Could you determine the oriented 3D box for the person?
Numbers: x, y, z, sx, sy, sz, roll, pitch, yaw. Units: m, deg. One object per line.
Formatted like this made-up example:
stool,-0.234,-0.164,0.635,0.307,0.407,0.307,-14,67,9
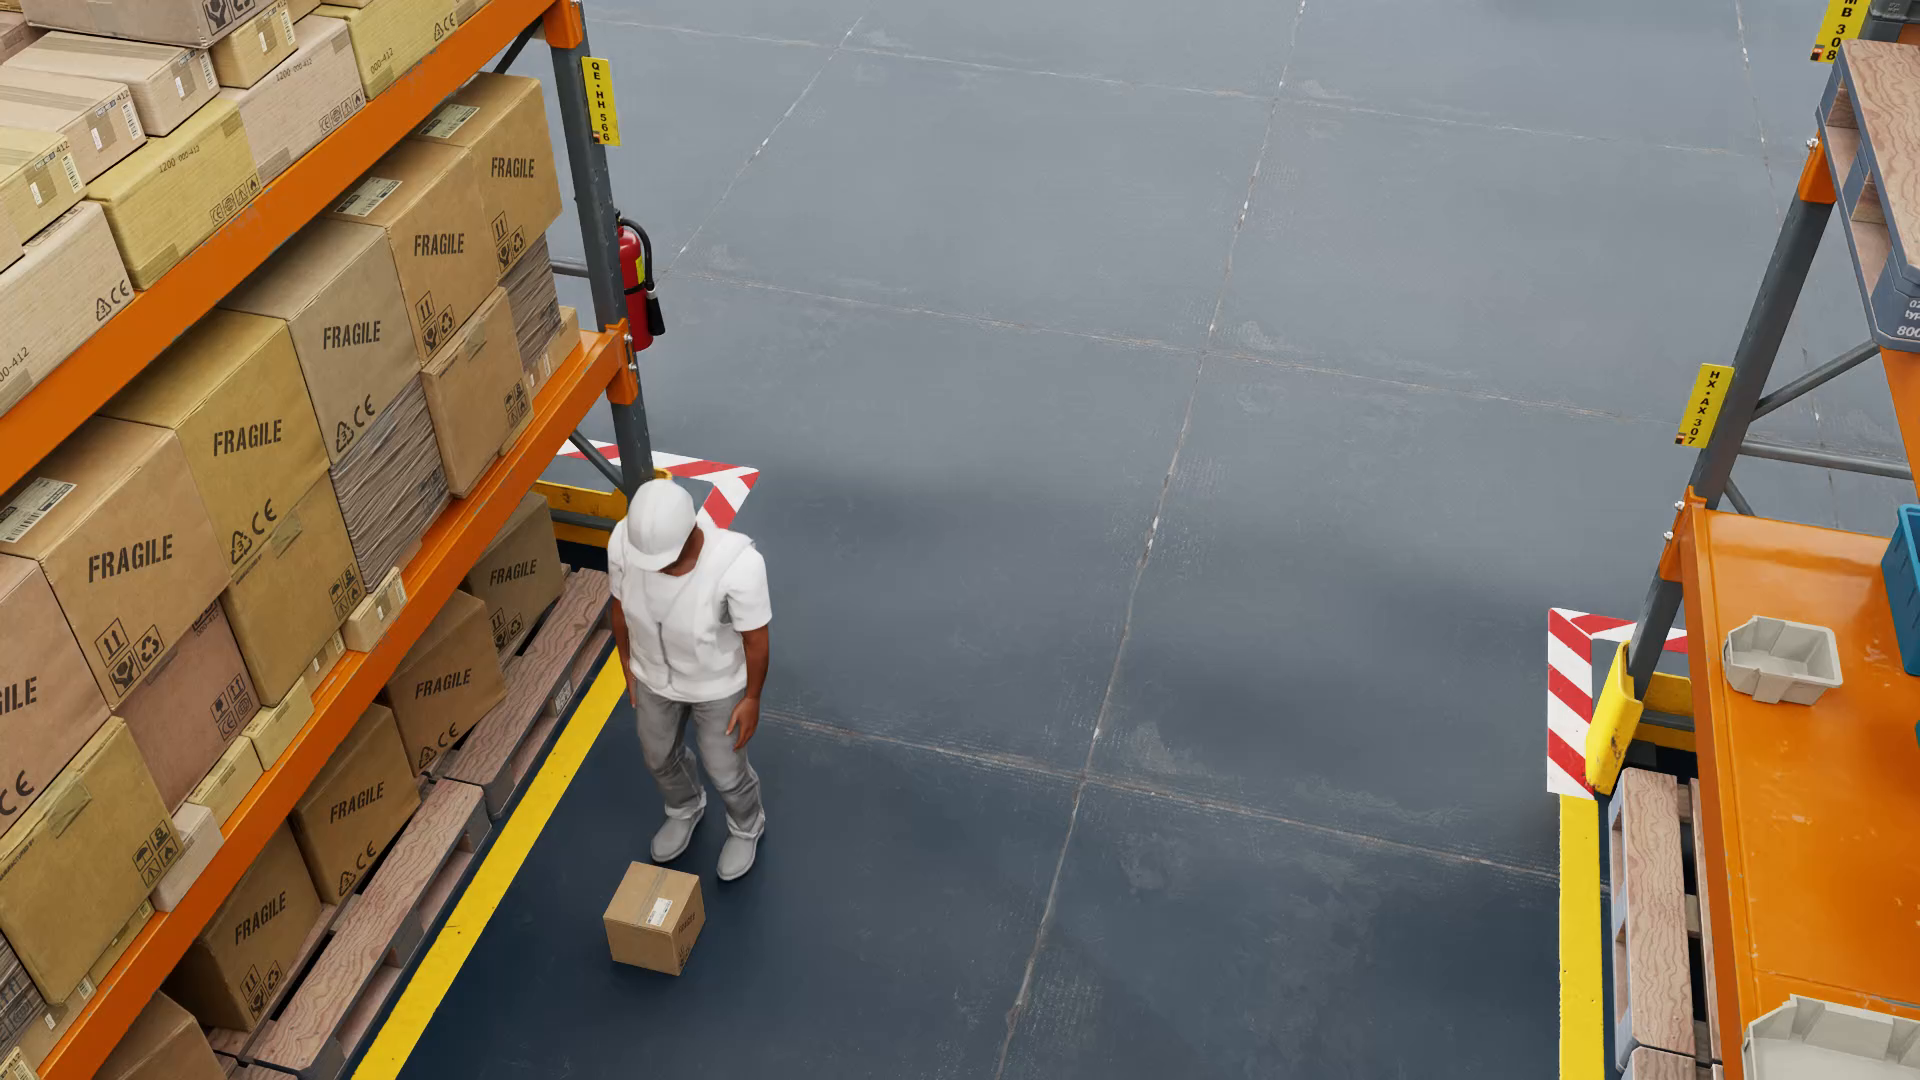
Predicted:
person,-0.900,0.469,5.613,0.578,1.743,0.397,13,43,15
